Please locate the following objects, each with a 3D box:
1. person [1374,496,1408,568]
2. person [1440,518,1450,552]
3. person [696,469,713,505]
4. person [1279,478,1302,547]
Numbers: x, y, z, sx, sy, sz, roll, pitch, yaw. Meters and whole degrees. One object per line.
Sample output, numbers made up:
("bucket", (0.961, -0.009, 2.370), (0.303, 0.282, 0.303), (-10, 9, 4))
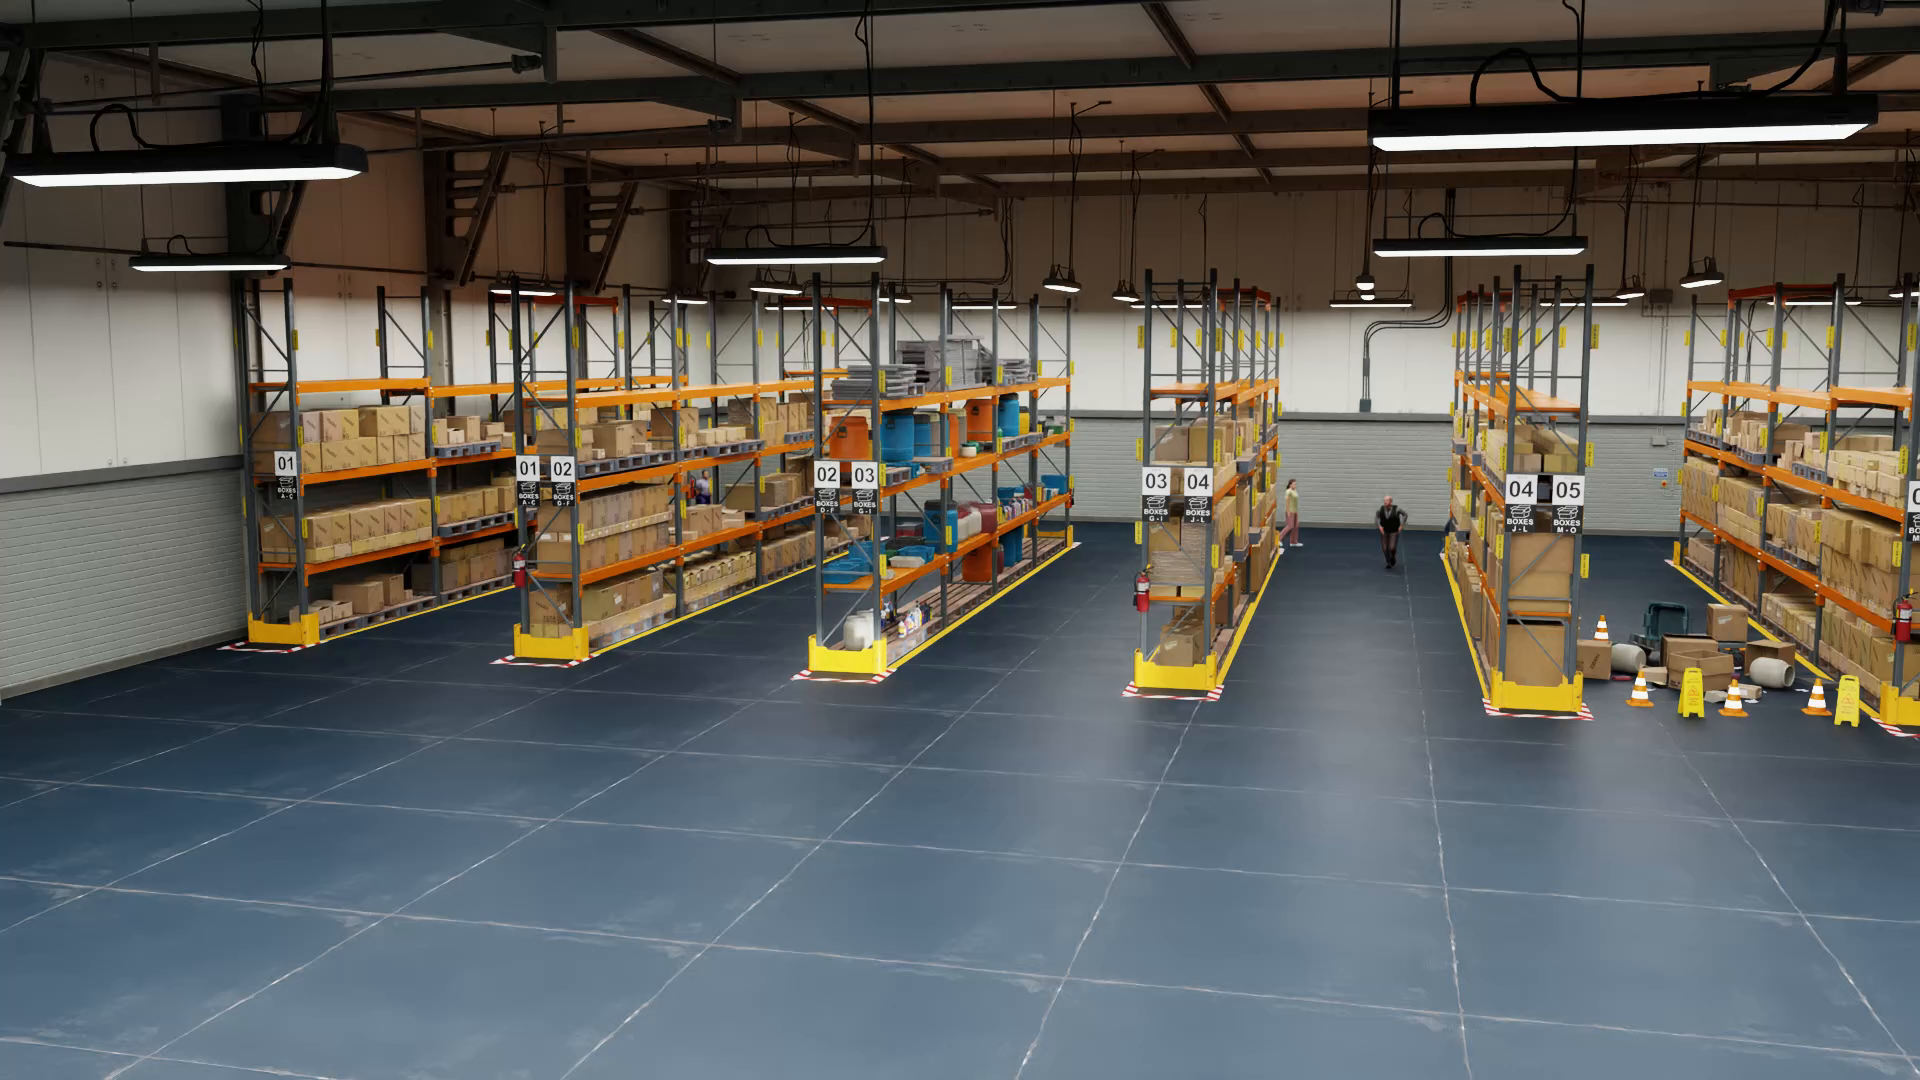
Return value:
("person", (9.467, -0.179, 36.524), (0.703, 1.626, 0.706), (3, 7, 23))
("person", (11.752, -0.497, 39.420), (0.610, 1.644, 0.474), (-2, 7, -12))
("person", (-6.789, -1.086, 44.073), (0.485, 1.599, 0.881), (-7, 10, -44))
("person", (7.965, -0.665, 40.256), (0.530, 1.669, 0.537), (6, 9, 40))
